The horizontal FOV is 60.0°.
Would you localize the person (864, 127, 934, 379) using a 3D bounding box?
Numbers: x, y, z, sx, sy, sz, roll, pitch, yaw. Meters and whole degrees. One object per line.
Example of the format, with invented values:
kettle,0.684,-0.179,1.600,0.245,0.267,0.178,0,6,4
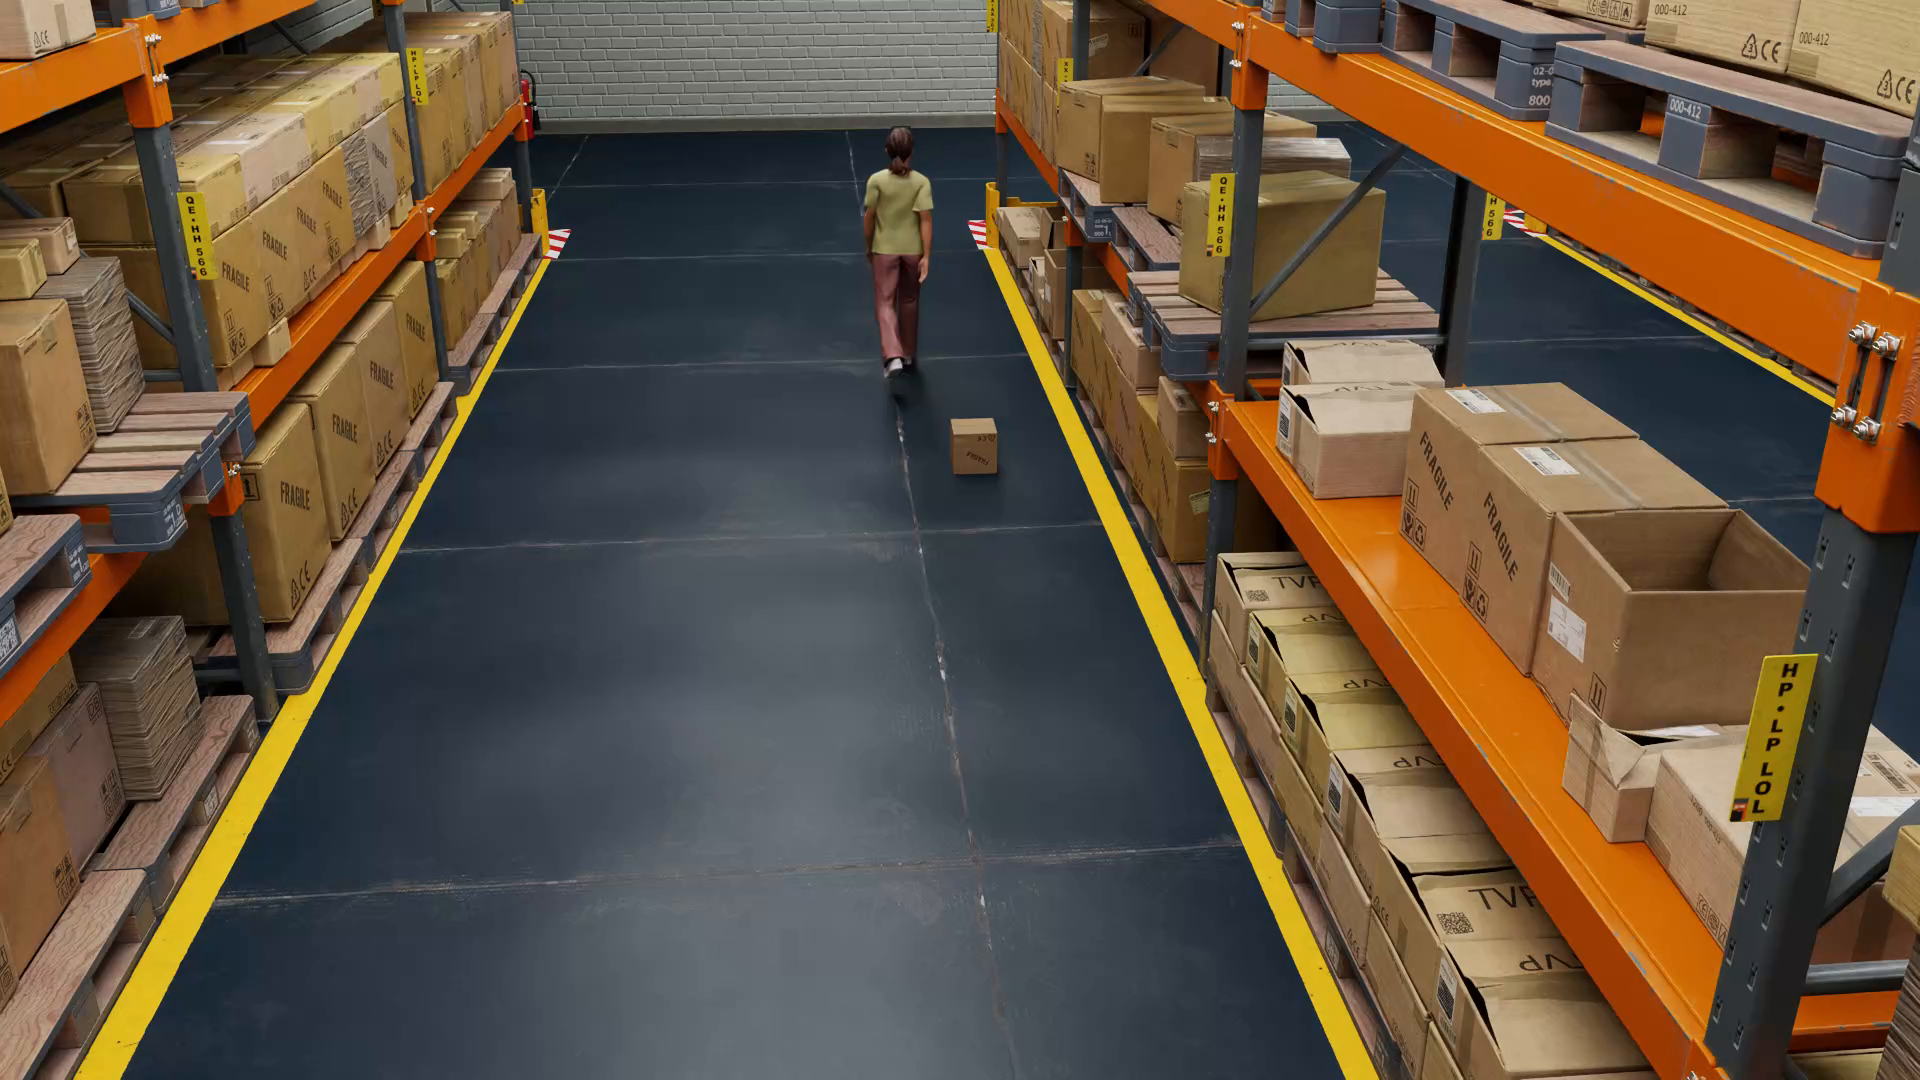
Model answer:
person,-0.397,-1.854,10.800,0.442,1.629,0.983,-3,24,-7
